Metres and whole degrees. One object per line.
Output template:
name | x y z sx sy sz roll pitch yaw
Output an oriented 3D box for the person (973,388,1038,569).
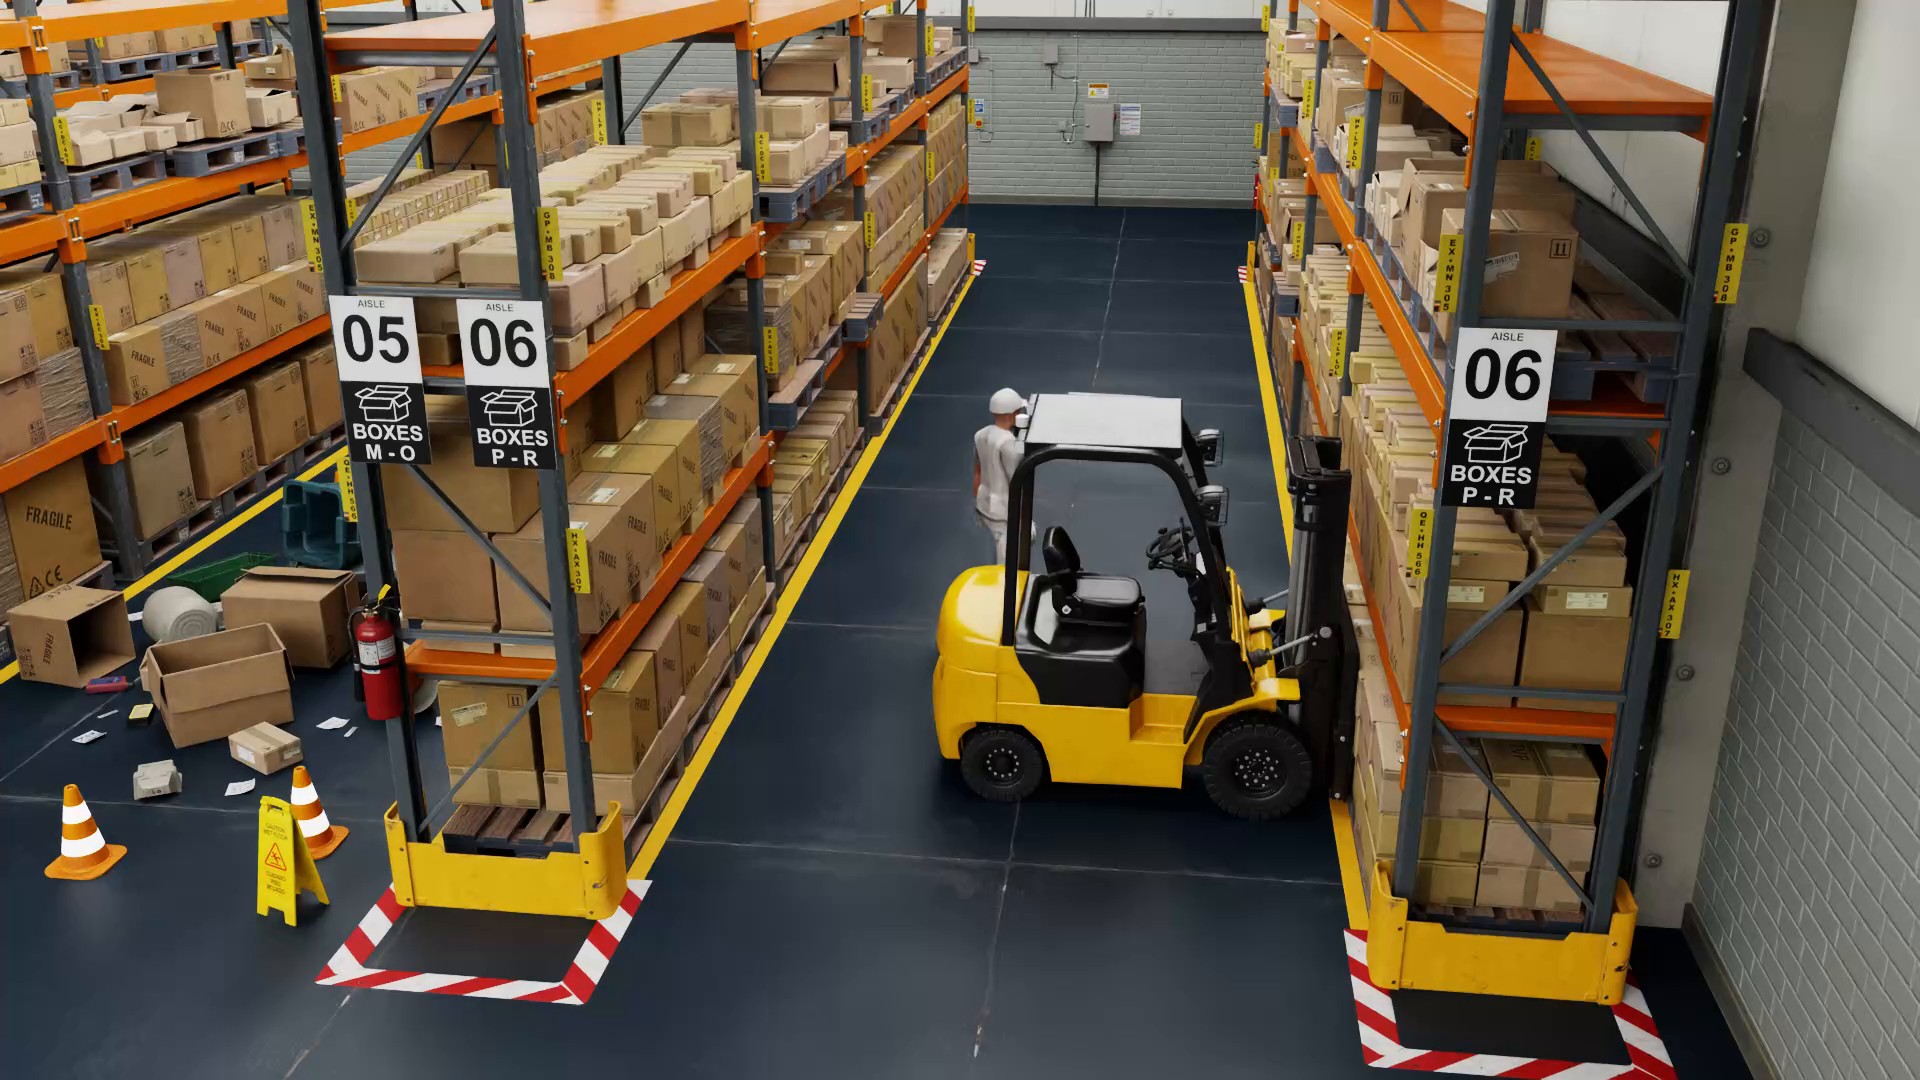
person | 0.285 -0.174 11.512 0.784 1.769 0.666 -10 23 -24
